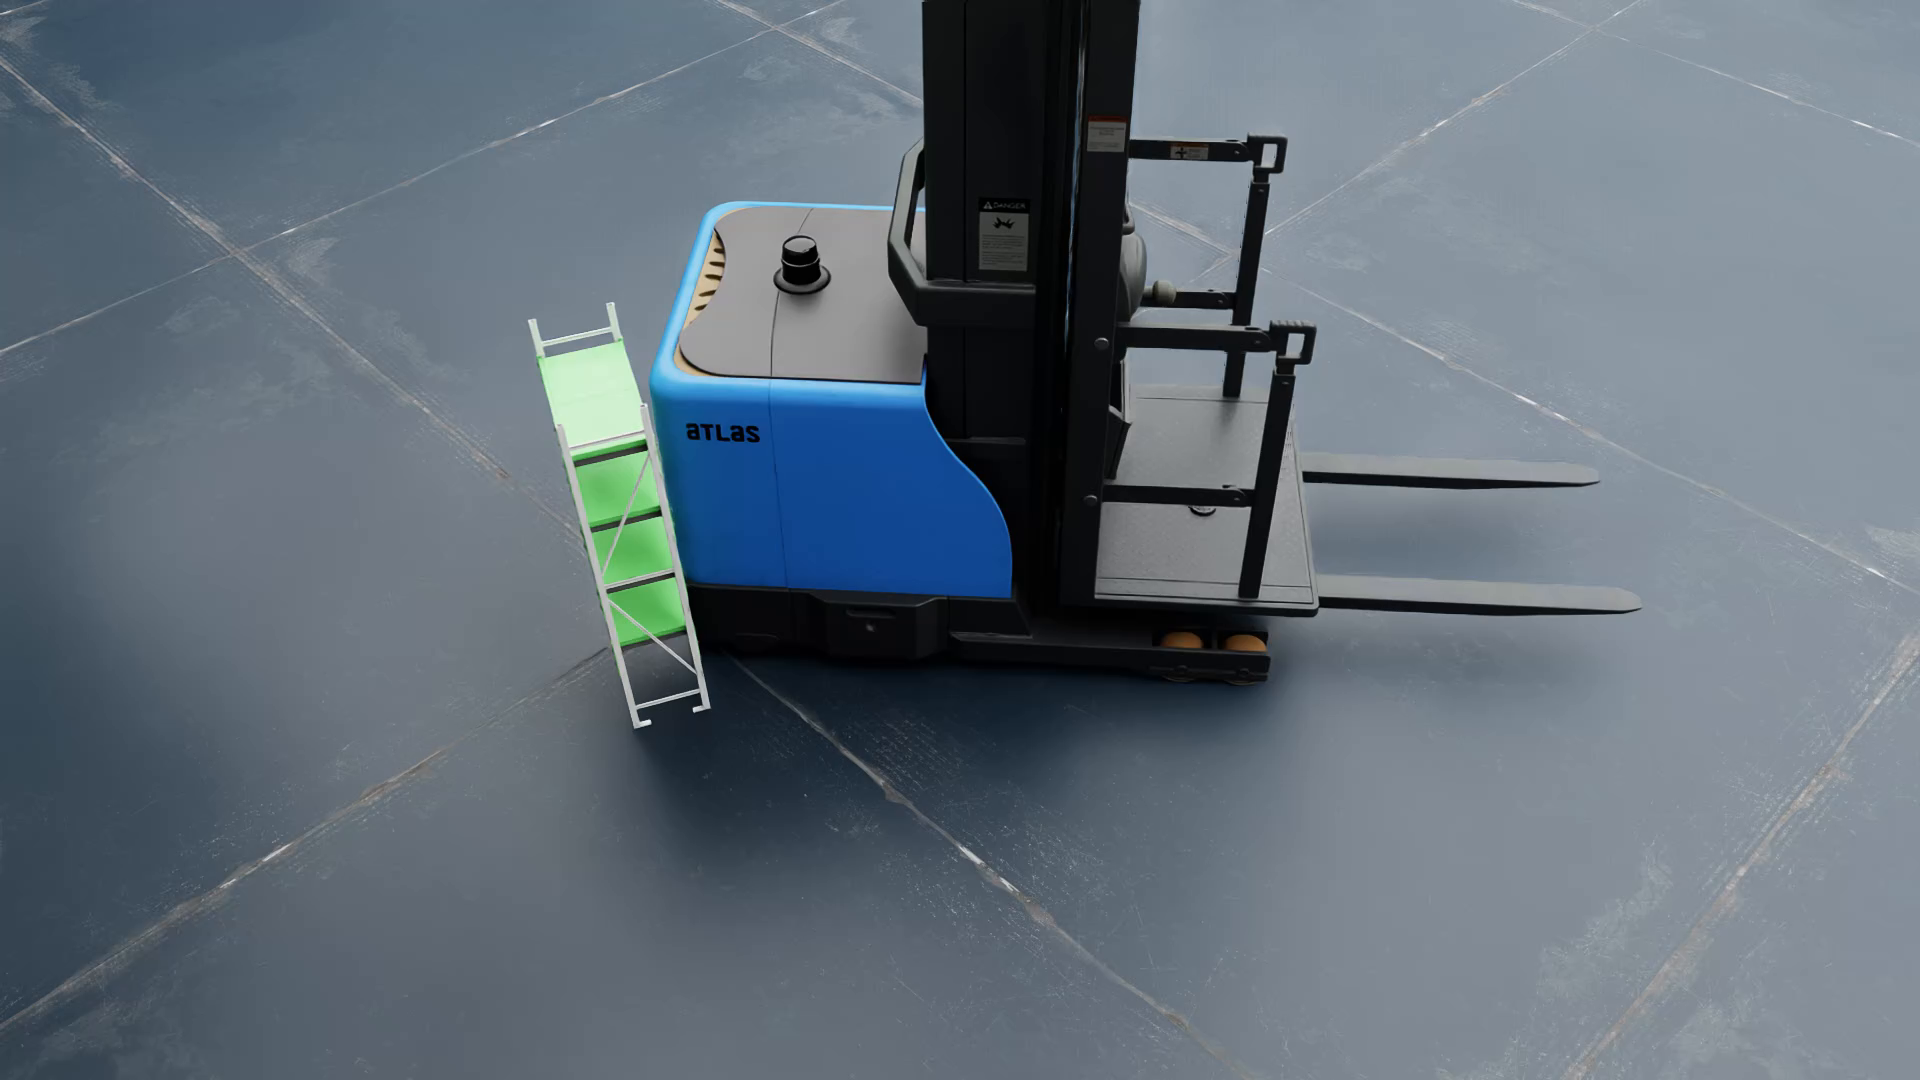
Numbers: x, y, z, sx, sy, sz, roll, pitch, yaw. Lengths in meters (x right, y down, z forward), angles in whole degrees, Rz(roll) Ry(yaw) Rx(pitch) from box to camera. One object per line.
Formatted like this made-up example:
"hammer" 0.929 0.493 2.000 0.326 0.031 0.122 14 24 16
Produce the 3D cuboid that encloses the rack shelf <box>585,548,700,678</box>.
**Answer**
"rack shelf" -0.980 0.175 5.116 0.258 0.148 0.480 -15 45 -12

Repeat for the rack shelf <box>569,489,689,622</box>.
"rack shelf" -0.989 0.001 4.952 0.258 0.148 0.480 -15 45 -12

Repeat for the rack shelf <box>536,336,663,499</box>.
"rack shelf" -1.005 -0.347 4.622 0.258 0.148 0.480 -15 45 -12

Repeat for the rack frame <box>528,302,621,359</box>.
"rack frame" -1.070 -0.202 5.078 0.240 1.200 0.015 -15 45 -12

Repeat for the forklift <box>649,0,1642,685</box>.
"forklift" 0.643 -0.994 4.666 3.031 2.935 1.130 3 43 3

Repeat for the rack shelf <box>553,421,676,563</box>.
"rack shelf" -0.997 -0.173 4.787 0.258 0.148 0.480 -15 45 -12

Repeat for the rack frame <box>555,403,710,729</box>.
"rack frame" -0.912 0.111 4.738 0.240 1.200 0.015 -15 45 -12

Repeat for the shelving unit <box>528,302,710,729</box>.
"shelving unit" -0.991 -0.045 4.908 0.258 1.200 0.503 -15 45 -12
